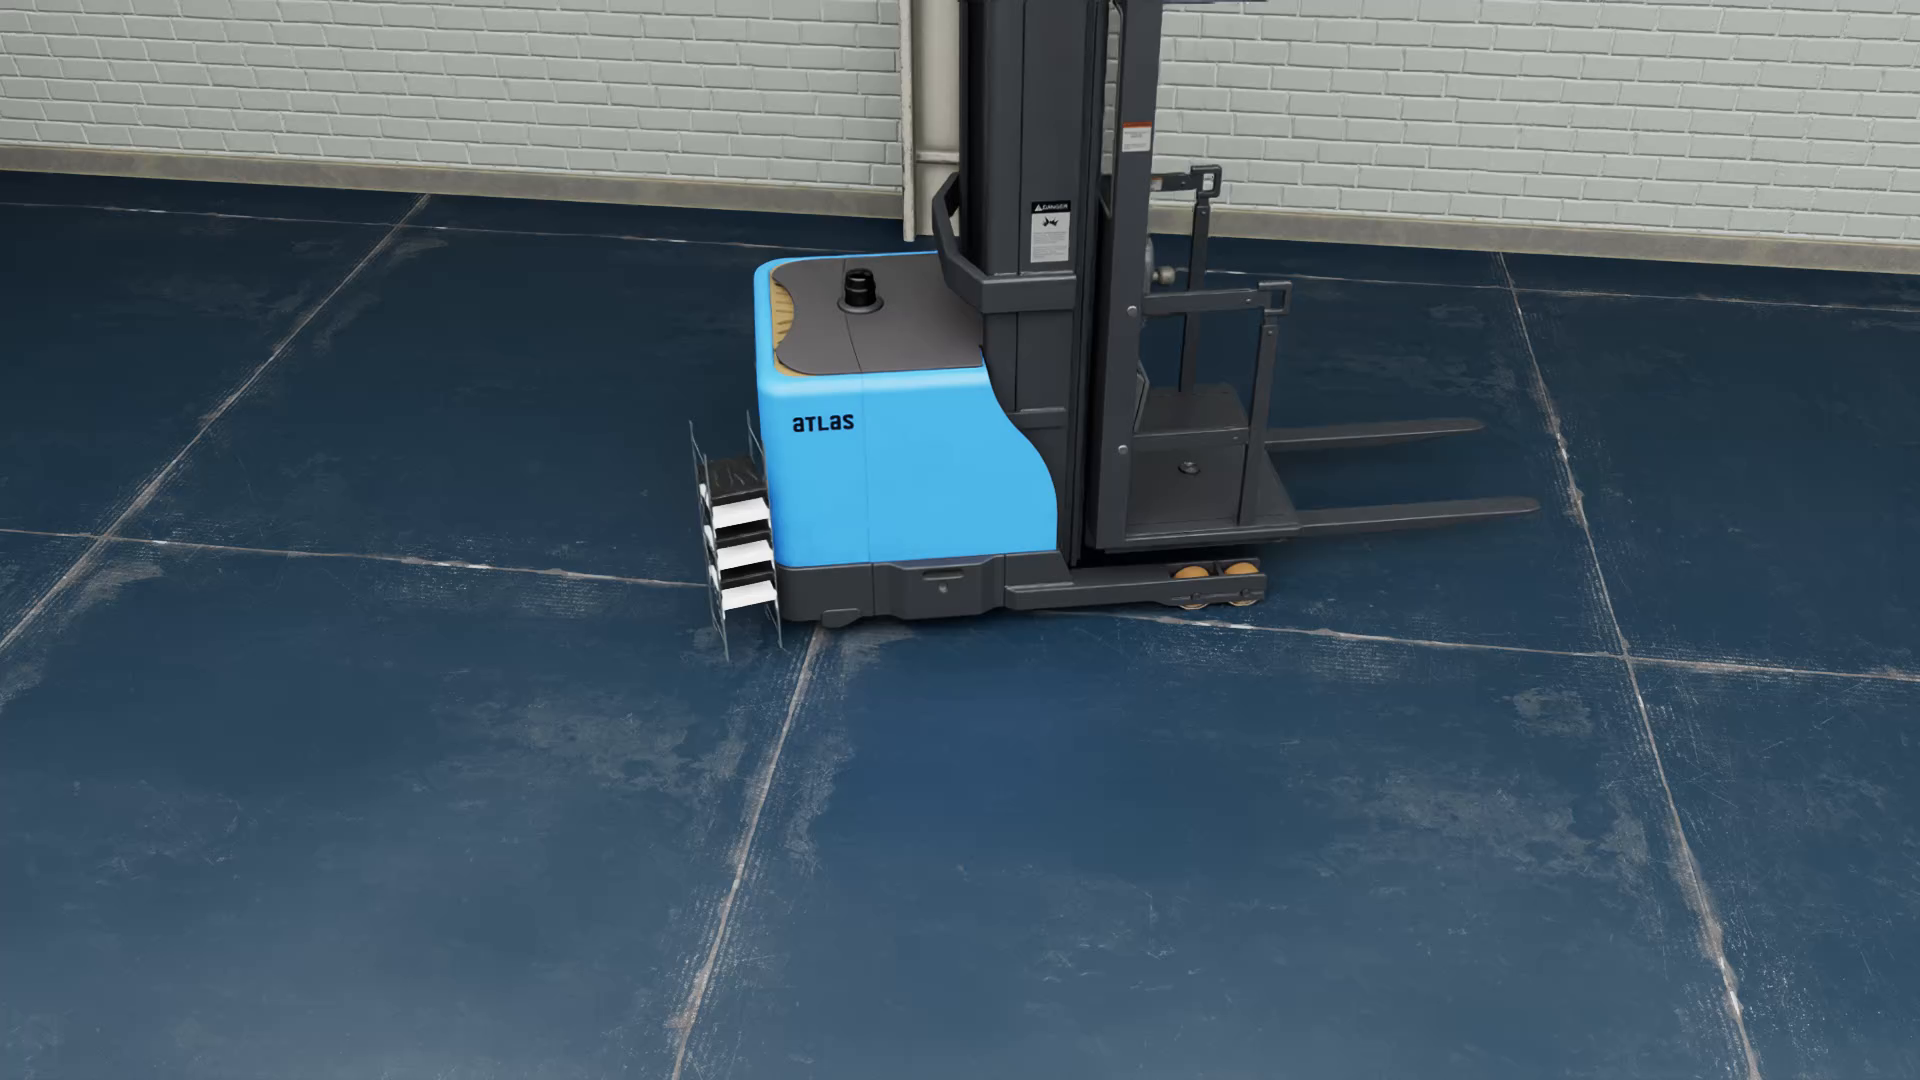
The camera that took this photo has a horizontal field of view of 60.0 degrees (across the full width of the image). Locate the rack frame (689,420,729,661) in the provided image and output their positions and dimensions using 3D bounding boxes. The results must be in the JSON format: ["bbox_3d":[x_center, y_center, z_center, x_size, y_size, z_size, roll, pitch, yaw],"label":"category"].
[{"bbox_3d":[-0.897,0.015,5.954,0.006,0.900,0.240,-12,37,-16],"label":"rack frame"}]

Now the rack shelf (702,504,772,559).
[{"bbox_3d":[-0.801,-0.051,5.948,0.200,0.077,0.258,-12,37,-16],"label":"rack shelf"}]

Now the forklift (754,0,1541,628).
[{"bbox_3d":[0.747,-1.228,5.948,3.031,2.935,1.130,-4,36,-5],"label":"forklift"}]

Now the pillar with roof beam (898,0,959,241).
[{"bbox_3d":[-0.639,-2.880,3.039,0.400,9.000,9.100,4,36,6],"label":"pillar with roof beam"}]

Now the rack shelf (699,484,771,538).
[{"bbox_3d":[-0.802,-0.124,5.896,0.200,0.077,0.258,-12,37,-16],"label":"rack shelf"}]

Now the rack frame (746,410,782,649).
[{"bbox_3d":[-0.705,-0.025,6.009,0.006,0.900,0.240,-12,37,-16],"label":"rack frame"}]

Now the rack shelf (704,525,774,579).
[{"bbox_3d":[-0.801,0.022,6.001,0.200,0.077,0.258,-12,37,-16],"label":"rack shelf"}]

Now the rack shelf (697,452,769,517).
[{"bbox_3d":[-0.802,-0.197,5.844,0.200,0.077,0.258,-12,37,-16],"label":"rack shelf"}]

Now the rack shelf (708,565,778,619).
[{"bbox_3d":[-0.800,0.168,6.106,0.200,0.077,0.258,-12,37,-16],"label":"rack shelf"}]

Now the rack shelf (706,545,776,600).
[{"bbox_3d":[-0.801,0.095,6.053,0.200,0.077,0.258,-12,37,-16],"label":"rack shelf"}]

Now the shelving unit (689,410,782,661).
[{"bbox_3d":[-0.801,-0.005,5.981,0.210,0.900,0.258,-12,37,-16],"label":"shelving unit"}]
